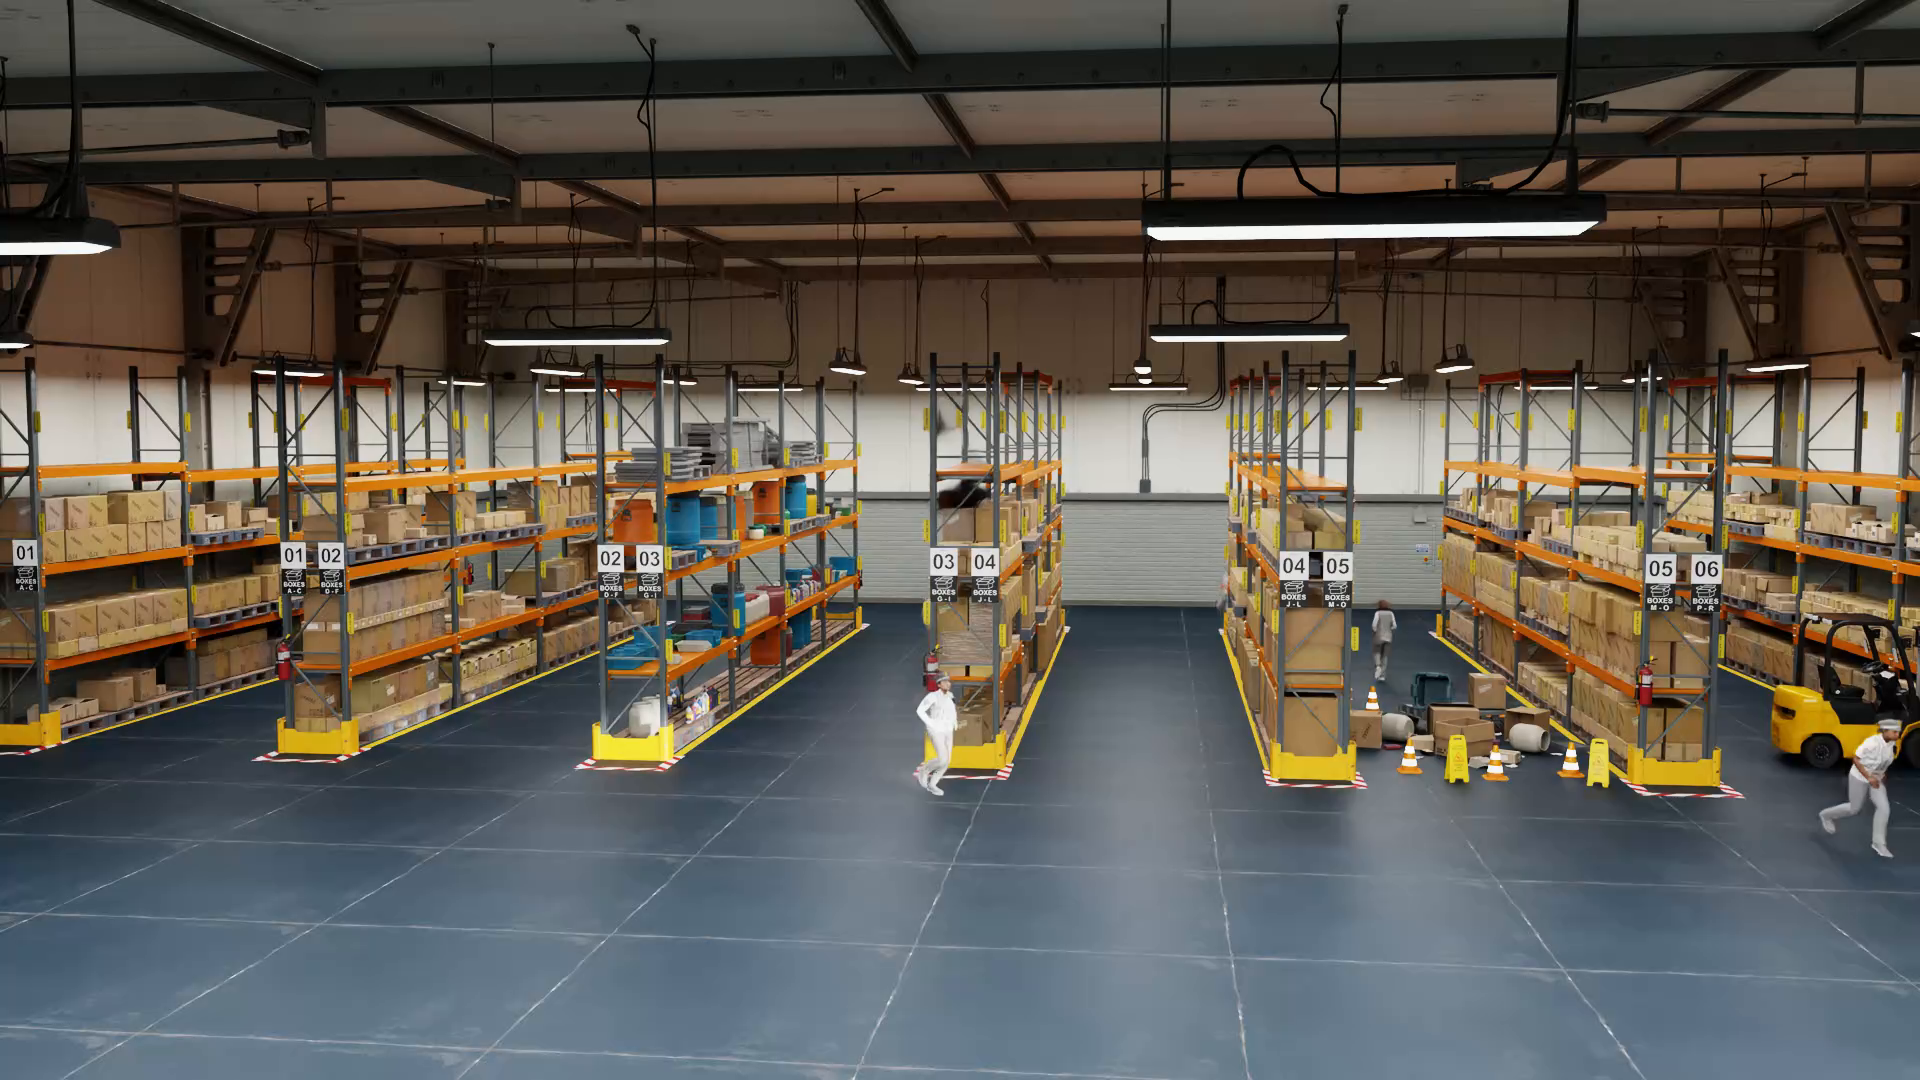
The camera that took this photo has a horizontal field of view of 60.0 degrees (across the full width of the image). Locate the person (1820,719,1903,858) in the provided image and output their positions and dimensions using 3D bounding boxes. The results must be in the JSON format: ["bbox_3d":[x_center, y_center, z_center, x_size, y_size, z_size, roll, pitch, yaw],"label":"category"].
[{"bbox_3d":[10.593,2.846,19.542,0.599,1.629,0.948,-2,5,-29],"label":"person"}]

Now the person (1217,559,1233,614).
[{"bbox_3d":[6.551,1.290,40.462,0.563,1.720,0.649,-1,4,-18],"label":"person"}]

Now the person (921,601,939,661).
[{"bbox_3d":[-0.508,1.796,33.711,0.566,1.647,0.875,0,4,4],"label":"person"}]

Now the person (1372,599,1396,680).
[{"bbox_3d":[8.213,1.932,32.339,0.519,1.565,0.552,0,4,-1],"label":"person"}]

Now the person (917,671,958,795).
[{"bbox_3d":[-0.241,2.595,22.445,0.650,1.658,0.448,-4,6,-43],"label":"person"}]
